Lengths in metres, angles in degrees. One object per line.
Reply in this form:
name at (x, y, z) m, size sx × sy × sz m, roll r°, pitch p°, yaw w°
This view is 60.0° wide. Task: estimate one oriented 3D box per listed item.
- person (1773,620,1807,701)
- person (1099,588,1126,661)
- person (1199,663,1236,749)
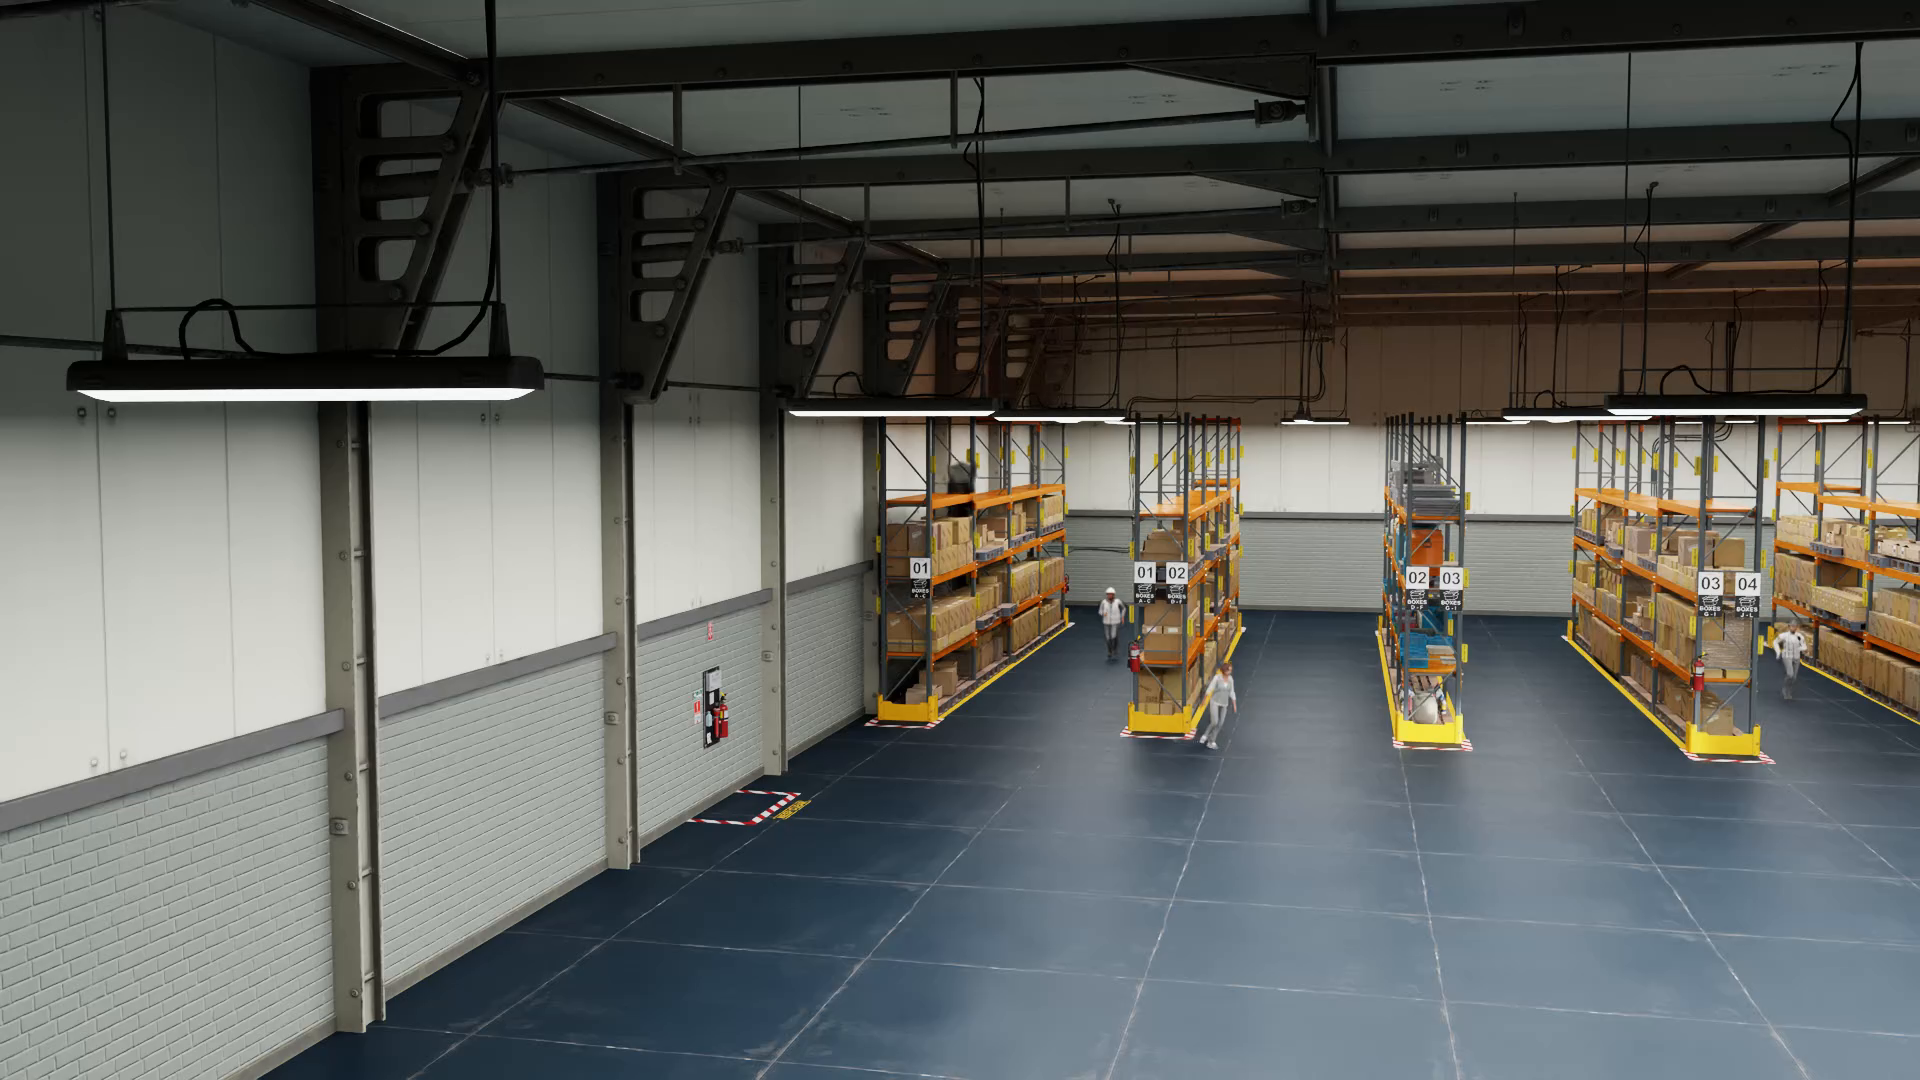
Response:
person at (17.452, 2.520, 34.901) m, size 0.549 × 1.718 × 0.685 m, roll 0°, pitch 4°, yaw 3°
person at (3.730, 2.074, 40.964) m, size 0.625 × 1.805 × 0.813 m, roll 1°, pitch 4°, yaw 16°
person at (4.600, 2.955, 29.647) m, size 0.566 × 1.569 × 0.525 m, roll -2°, pitch 4°, yaw -24°
